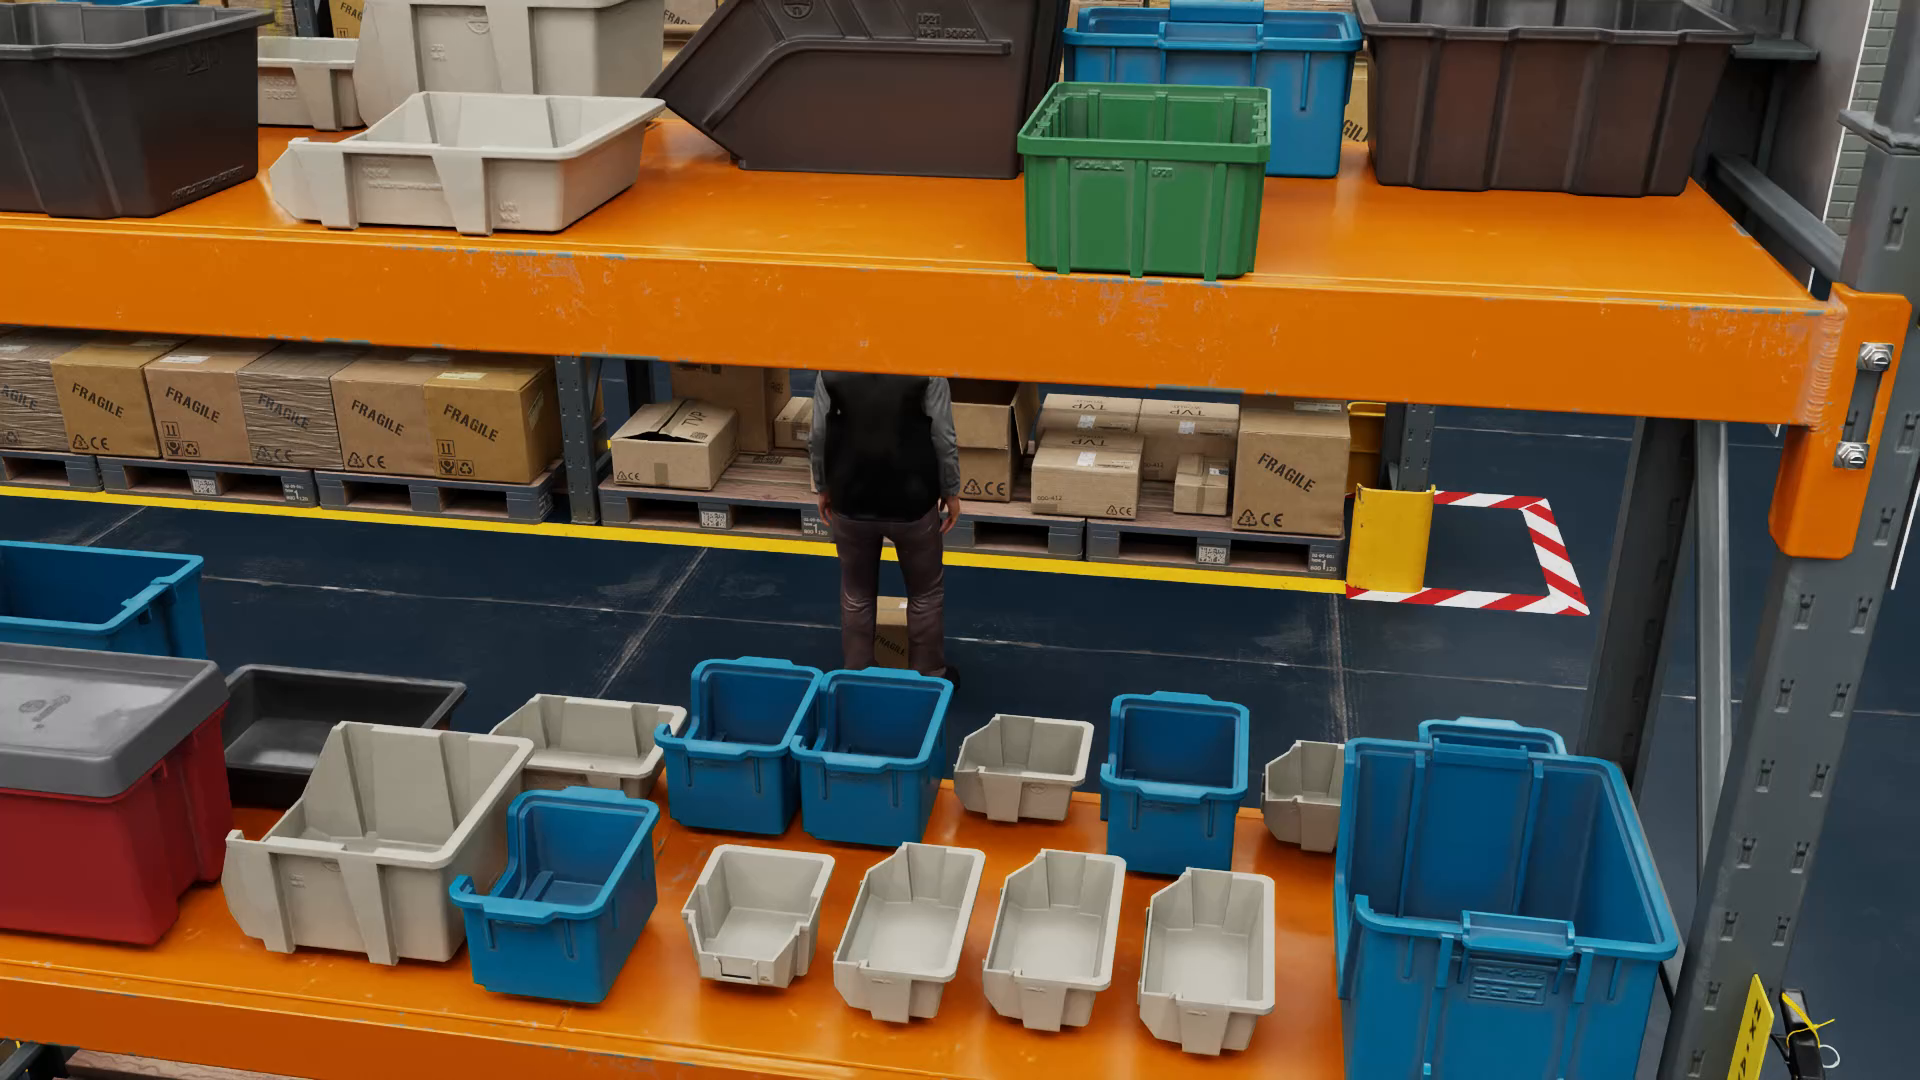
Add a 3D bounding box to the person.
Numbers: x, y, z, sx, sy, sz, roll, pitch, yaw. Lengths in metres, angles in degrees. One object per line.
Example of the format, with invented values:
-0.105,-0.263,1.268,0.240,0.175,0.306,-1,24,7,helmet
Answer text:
-0.290,-0.140,6.439,0.580,1.720,0.417,3,25,7,person
